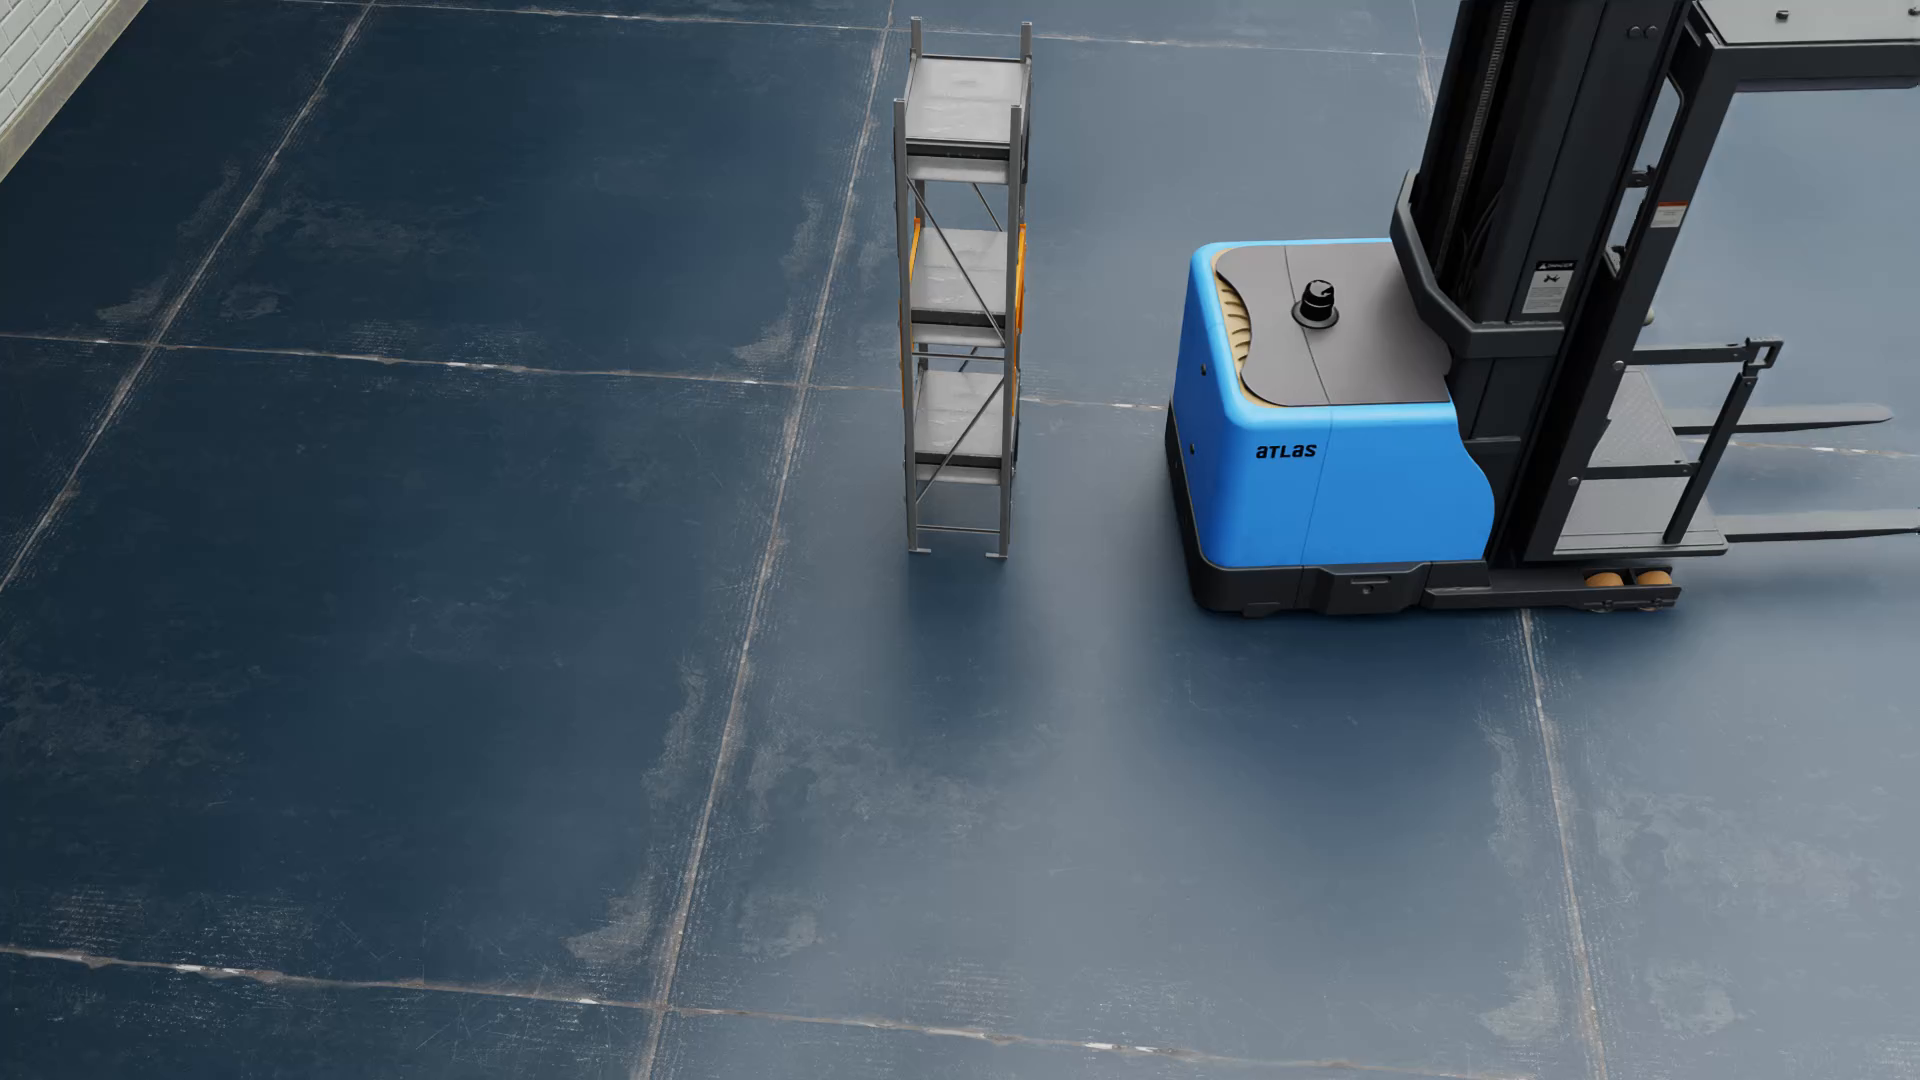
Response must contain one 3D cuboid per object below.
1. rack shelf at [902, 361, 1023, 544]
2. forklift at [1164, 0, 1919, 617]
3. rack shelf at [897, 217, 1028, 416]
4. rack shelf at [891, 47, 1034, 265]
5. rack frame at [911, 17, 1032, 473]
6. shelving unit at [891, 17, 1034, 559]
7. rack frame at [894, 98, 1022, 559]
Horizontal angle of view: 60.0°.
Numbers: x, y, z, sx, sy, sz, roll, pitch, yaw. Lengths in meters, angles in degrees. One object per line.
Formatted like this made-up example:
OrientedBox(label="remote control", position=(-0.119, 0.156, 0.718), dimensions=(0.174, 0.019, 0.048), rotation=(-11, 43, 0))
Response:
OrientedBox(label="rack shelf", position=(0.015, -0.349, 6.639), dimensions=(0.431, 0.518, 0.480), rotation=(4, 48, 4))
OrientedBox(label="forklift", position=(2.401, -1.098, 5.794), dimensions=(3.031, 2.935, 1.130), rotation=(-2, 48, -2))
OrientedBox(label="rack shelf", position=(0.015, -0.821, 6.122), dimensions=(0.431, 0.518, 0.480), rotation=(4, 48, 4))
OrientedBox(label="rack shelf", position=(0.015, -1.294, 5.606), dimensions=(0.431, 0.518, 0.480), rotation=(4, 48, 4))
OrientedBox(label="rack frame", position=(0.037, -1.010, 6.276), dimensions=(0.400, 2.100, 0.015), rotation=(4, 48, 4))
OrientedBox(label="shelving unit", position=(0.015, -0.830, 6.112), dimensions=(0.431, 2.100, 0.503), rotation=(4, 48, 4))
OrientedBox(label="rack frame", position=(-0.007, -0.651, 5.948), dimensions=(0.400, 2.100, 0.015), rotation=(4, 48, 4))
